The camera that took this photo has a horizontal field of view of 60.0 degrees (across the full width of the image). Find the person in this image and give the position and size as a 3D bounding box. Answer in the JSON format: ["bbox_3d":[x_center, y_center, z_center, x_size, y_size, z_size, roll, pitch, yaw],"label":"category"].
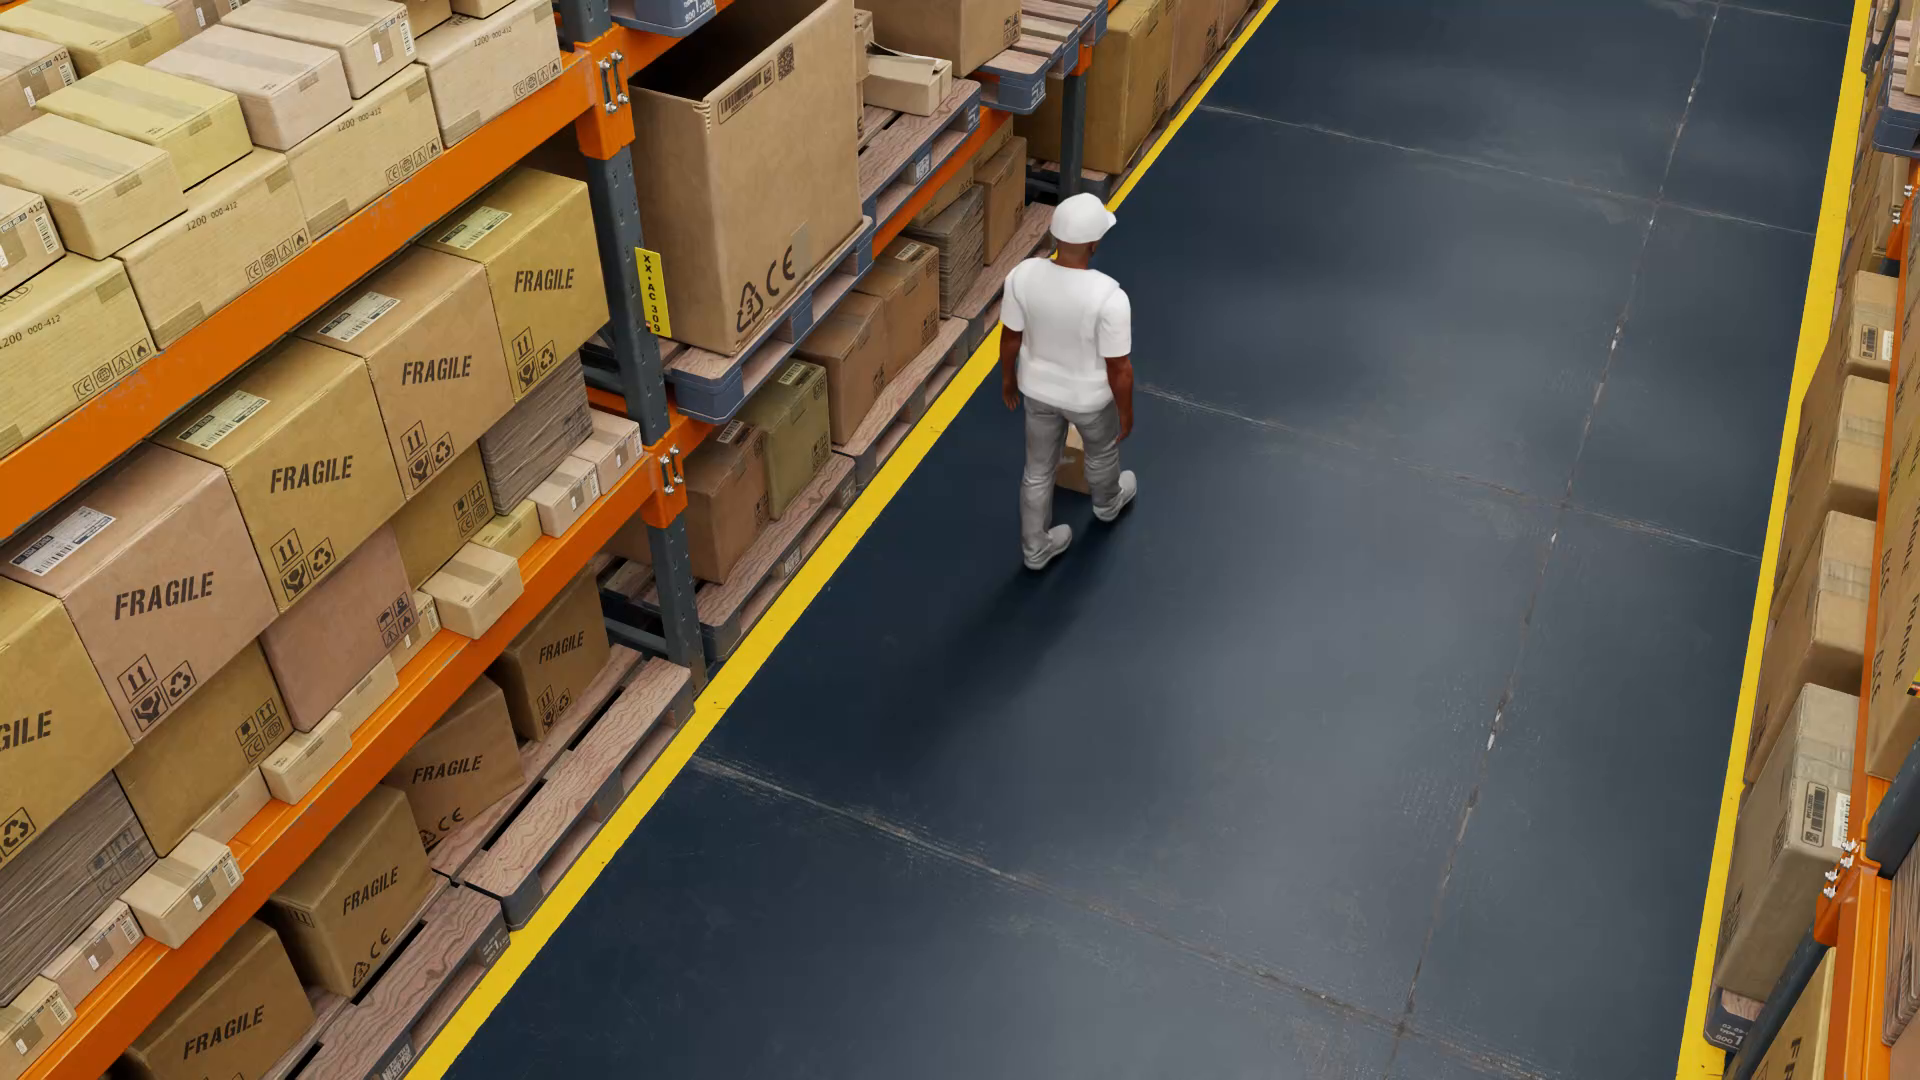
[{"bbox_3d":[0.513,-0.718,6.931,0.593,1.752,0.748,18,45,19],"label":"person"}]
